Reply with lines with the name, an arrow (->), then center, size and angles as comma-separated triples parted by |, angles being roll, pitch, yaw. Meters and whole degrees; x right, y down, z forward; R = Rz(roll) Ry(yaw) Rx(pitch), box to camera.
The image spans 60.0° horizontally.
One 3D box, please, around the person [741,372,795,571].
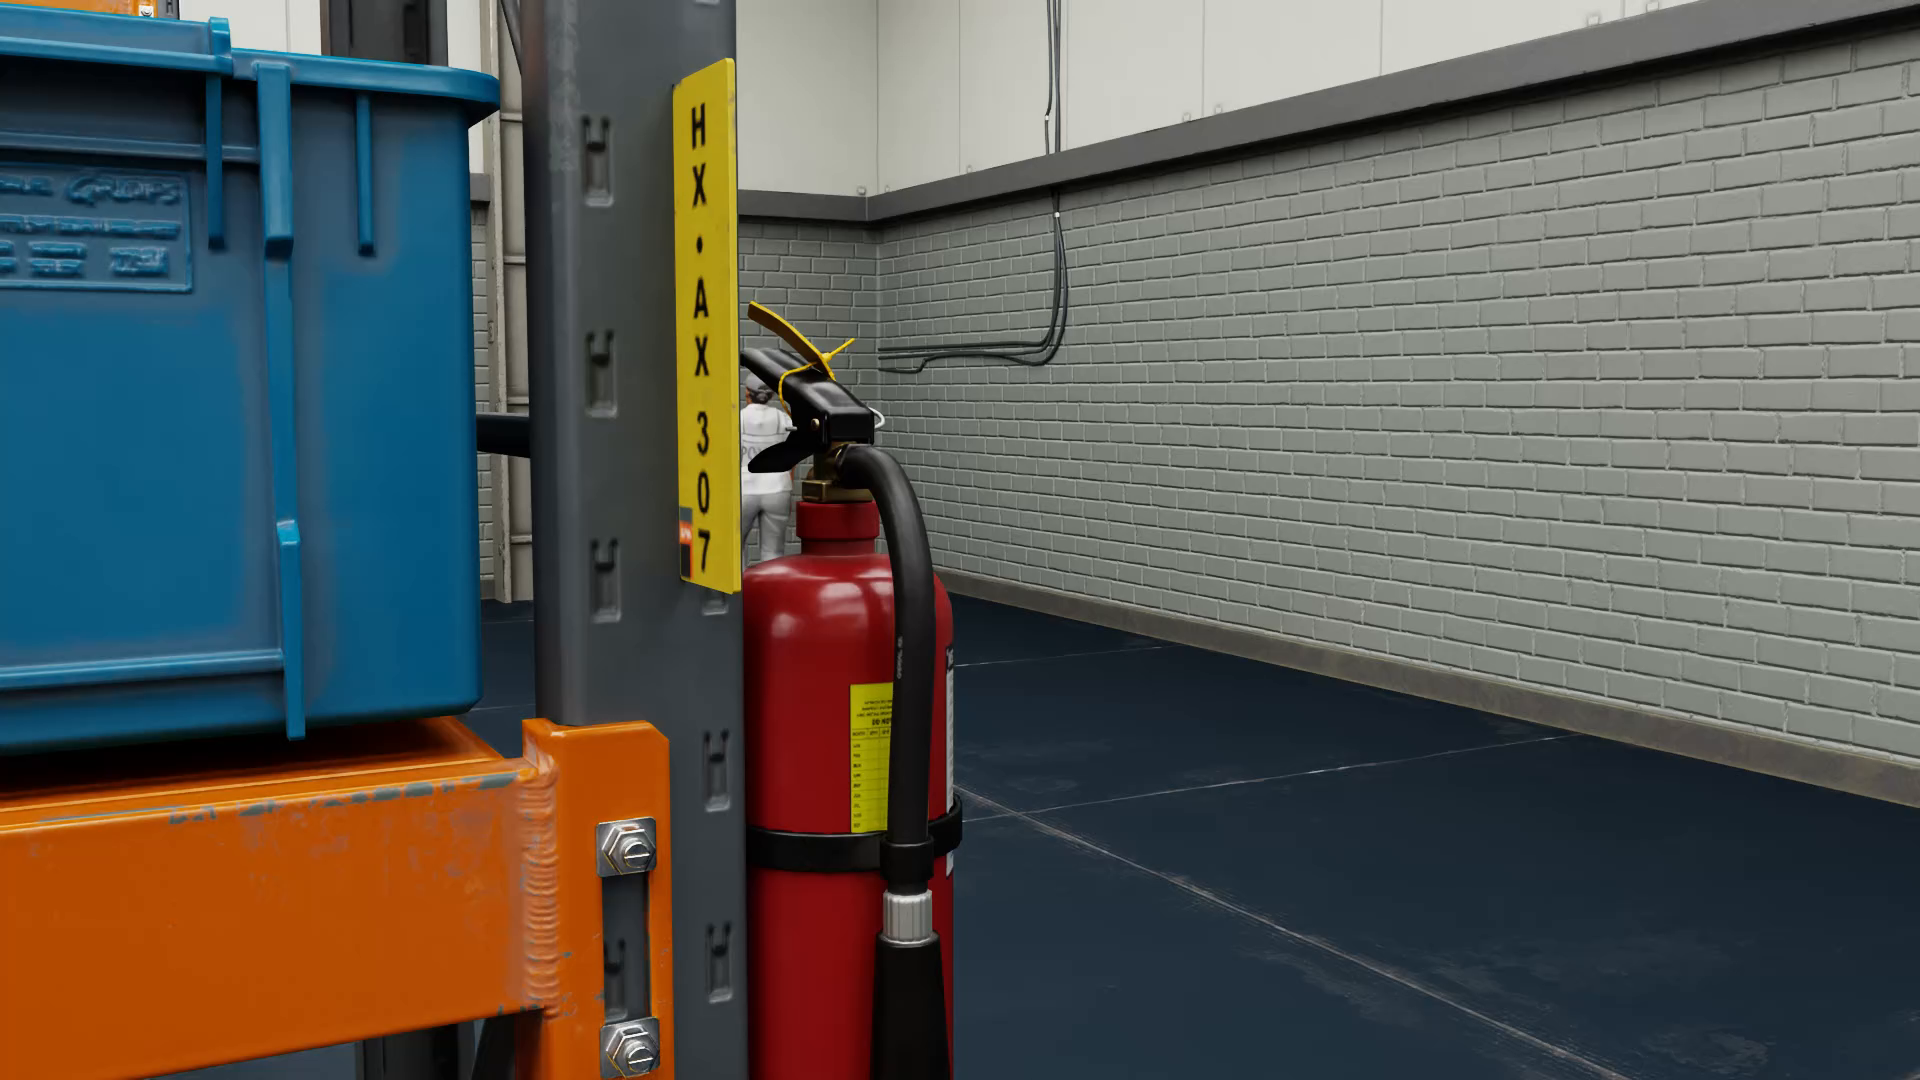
person -> -1.296, -0.226, 10.665 | 0.479, 1.725, 0.489 | -1, 5, -12
